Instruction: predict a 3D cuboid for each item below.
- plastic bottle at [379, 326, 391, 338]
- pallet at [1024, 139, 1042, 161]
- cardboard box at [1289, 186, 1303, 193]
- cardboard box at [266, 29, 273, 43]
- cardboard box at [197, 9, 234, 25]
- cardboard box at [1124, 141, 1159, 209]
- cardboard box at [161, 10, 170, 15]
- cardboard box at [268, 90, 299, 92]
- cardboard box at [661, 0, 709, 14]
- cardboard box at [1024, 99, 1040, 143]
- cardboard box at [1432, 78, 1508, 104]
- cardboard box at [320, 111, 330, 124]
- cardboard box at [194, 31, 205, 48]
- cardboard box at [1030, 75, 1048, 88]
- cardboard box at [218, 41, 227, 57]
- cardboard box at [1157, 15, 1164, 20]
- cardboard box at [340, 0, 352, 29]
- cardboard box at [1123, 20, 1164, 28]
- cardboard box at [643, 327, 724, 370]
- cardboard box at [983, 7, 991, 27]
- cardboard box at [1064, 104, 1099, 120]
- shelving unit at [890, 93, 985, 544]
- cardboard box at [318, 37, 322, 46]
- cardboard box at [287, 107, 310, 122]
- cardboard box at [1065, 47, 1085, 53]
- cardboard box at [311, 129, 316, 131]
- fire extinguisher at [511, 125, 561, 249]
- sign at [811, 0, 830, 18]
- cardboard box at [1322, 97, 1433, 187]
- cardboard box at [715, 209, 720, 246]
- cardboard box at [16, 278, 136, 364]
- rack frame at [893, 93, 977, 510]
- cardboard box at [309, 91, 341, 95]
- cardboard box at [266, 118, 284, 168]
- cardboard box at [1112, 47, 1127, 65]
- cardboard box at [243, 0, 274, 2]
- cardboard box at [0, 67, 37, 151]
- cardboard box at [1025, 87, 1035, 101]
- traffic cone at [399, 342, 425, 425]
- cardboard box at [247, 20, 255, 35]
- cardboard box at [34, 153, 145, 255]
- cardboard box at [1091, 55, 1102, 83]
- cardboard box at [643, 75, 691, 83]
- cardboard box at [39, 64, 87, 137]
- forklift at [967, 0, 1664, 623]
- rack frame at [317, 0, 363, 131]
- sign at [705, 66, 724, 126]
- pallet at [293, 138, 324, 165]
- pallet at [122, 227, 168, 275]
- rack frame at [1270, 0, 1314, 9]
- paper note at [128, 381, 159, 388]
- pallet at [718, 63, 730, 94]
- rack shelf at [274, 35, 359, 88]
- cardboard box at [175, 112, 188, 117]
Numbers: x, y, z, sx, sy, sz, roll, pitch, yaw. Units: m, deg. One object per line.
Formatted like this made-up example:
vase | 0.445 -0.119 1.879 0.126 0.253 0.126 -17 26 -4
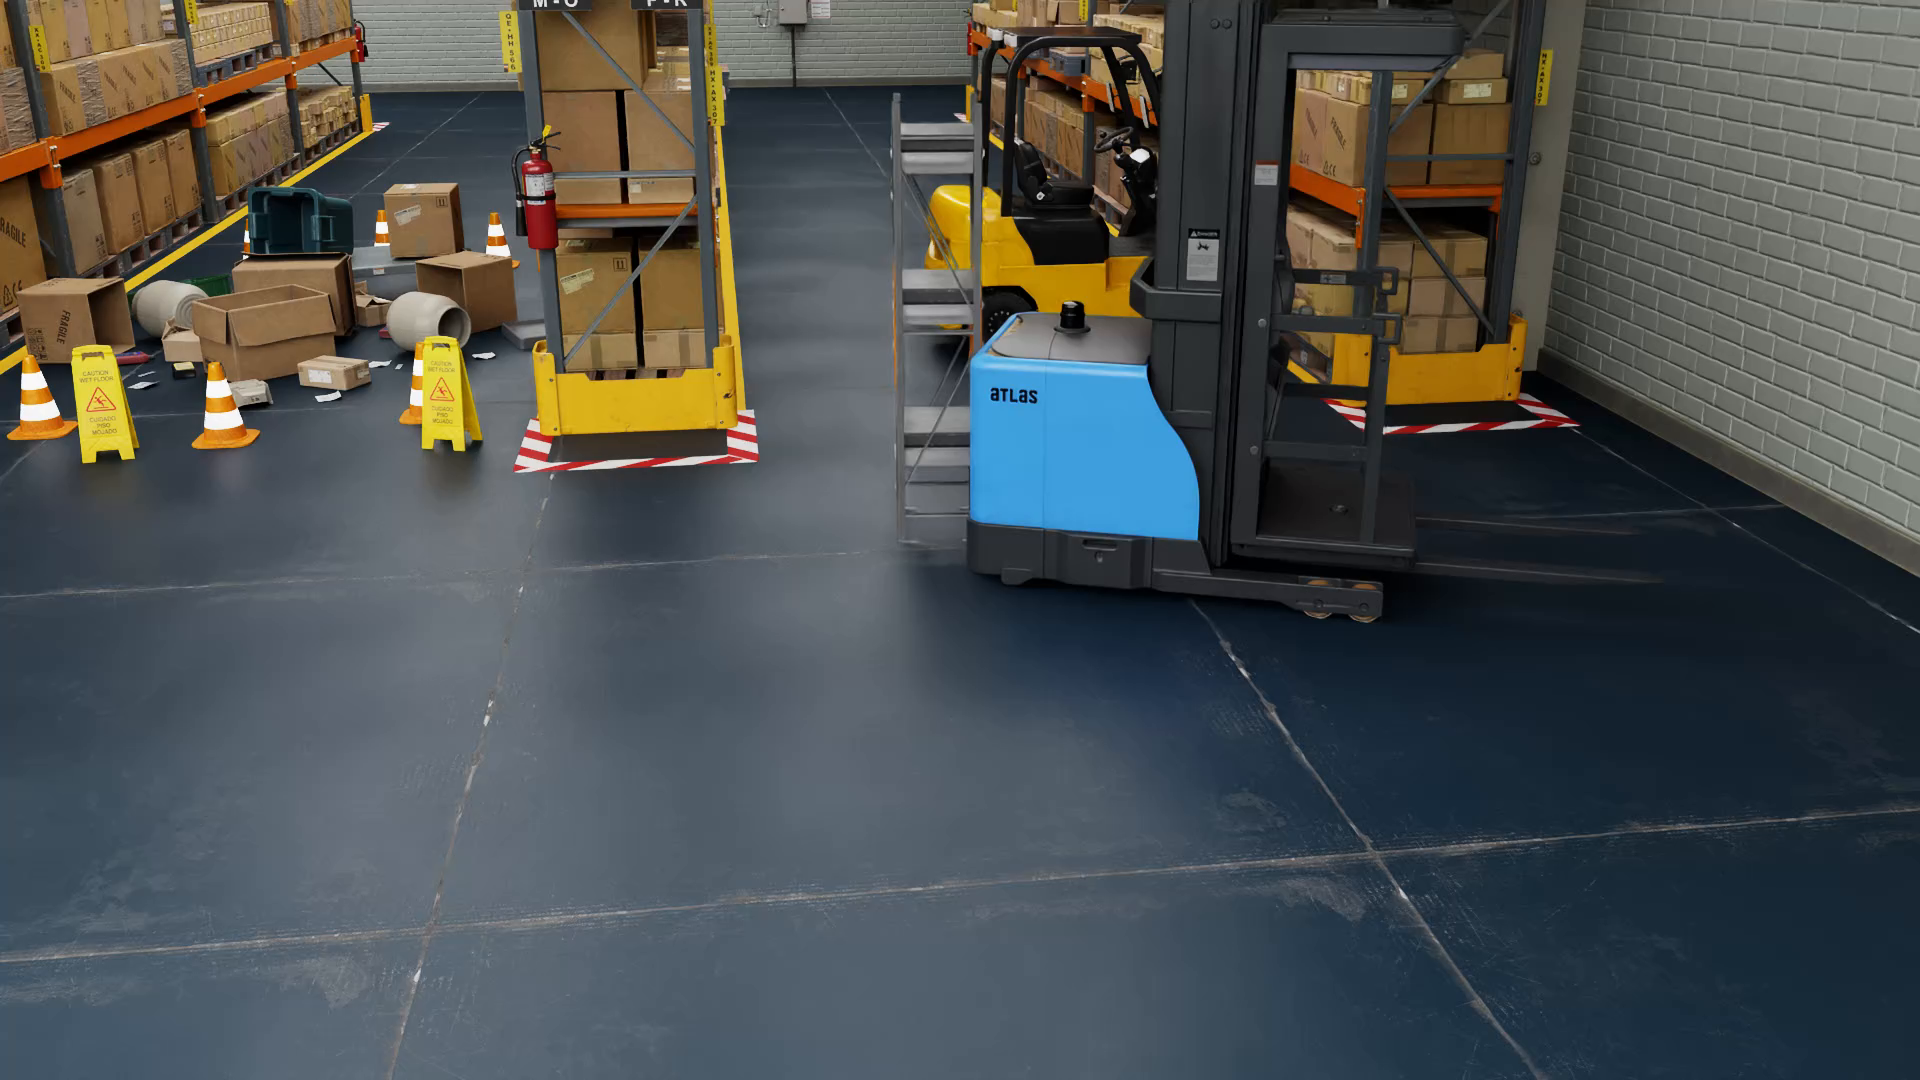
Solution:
plastic bottle | -4.177 -1.551 12.280 0.133 0.061 0.283 1 20 2
pallet | 1.405 -4.904 21.045 1.003 0.211 1.213 -3 21 -8
cardboard box | 2.310 -2.565 12.696 0.500 0.250 0.500 -2 21 -6
cardboard box | -8.291 -5.905 19.499 0.380 0.149 0.250 -3 21 -9
cardboard box | -8.066 -5.638 17.933 0.380 0.149 0.250 -3 21 -9
cardboard box | 2.103 -3.514 16.131 0.875 0.625 0.625 -4 21 -10
cardboard box | -8.713 -5.611 17.861 0.380 0.149 0.250 -2 21 -6
cardboard box | -9.313 -6.097 22.877 0.380 0.149 0.250 -3 21 -8
cardboard box | -2.225 -4.336 13.443 0.380 0.149 0.250 -3 21 -8
cardboard box | 1.098 -5.337 21.191 0.500 0.500 0.500 -2 21 -5
cardboard box | 3.188 -2.817 10.400 0.380 0.149 0.250 -3 21 -9
cardboard box | -8.502 -5.542 21.817 0.380 0.149 0.250 -3 21 -8
cardboard box | -7.880 -5.059 16.807 0.380 0.149 0.250 -2 21 -5
cardboard box | 1.099 -5.824 21.144 0.380 0.149 0.250 -3 21 -9
cardboard box | -7.992 -5.185 17.570 0.380 0.149 0.250 -2 21 -6
cardboard box | 2.223 -5.268 16.965 0.380 0.149 0.250 -2 21 -6
cardboard box | -8.802 -7.382 23.127 0.500 0.500 0.500 -2 21 -7
cardboard box | 1.800 -4.975 16.180 0.380 0.149 0.250 -3 21 -7
cardboard box | -1.773 -1.286 10.701 0.500 0.250 0.500 -3 21 -8
cardboard box | 0.622 -7.424 23.594 0.500 0.250 0.500 -3 21 -9
cardboard box | 1.411 -4.959 19.253 0.380 0.149 0.250 -3 21 -9
shelving unit | -0.109 -1.056 8.043 0.431 2.100 0.503 -1 20 -2
cardboard box | -8.641 -6.581 21.908 0.380 0.149 0.250 -3 21 -7
cardboard box | -8.370 -5.322 20.802 0.380 0.149 0.250 -2 21 -5
cardboard box | 1.353 -5.392 18.125 0.380 0.149 0.250 -3 21 -7
cardboard box | -8.405 -5.133 21.146 0.380 0.149 0.250 -3 21 -8
fire extinguisher | -2.370 -1.985 9.353 0.296 0.674 0.183 -3 21 -8
sign | -2.515 -9.682 29.988 0.329 0.494 0.001 -3 21 -8
cardboard box | 2.650 -2.539 10.585 0.500 0.500 0.500 -3 21 -9
cardboard box | -1.921 -2.000 11.542 0.500 0.500 0.500 -3 21 -7
cardboard box | -6.152 -1.528 11.590 0.500 0.500 0.500 1 20 2
rack frame | -0.117 -1.141 8.271 0.400 2.100 0.015 -1 20 -2
cardboard box | -8.677 -6.042 22.730 0.380 0.149 0.250 -4 21 -10
cardboard box | -8.115 -4.558 19.106 0.500 0.500 0.500 -3 21 -9
cardboard box | 1.778 -4.748 16.140 0.500 0.250 0.500 -3 21 -9
cardboard box | -8.368 -6.777 20.077 0.500 0.500 0.500 -2 21 -6
cardboard box | -7.326 -3.127 12.087 0.875 0.550 0.550 -3 21 -8
cardboard box | 1.039 -5.682 21.188 0.380 0.149 0.250 -2 21 -5
traffic cone | -3.269 -0.979 10.176 0.336 0.463 0.334 -3 21 -8
cardboard box | -8.176 -5.773 18.719 0.380 0.149 0.250 -4 21 -10
cardboard box | -7.705 -2.871 14.232 1.050 0.750 0.750 -3 21 -8
cardboard box | 1.649 -4.869 17.180 0.500 0.250 0.500 -3 21 -8
cardboard box | -1.803 -2.627 10.395 0.500 0.500 0.500 -2 21 -6
cardboard box | -7.201 -3.426 12.960 0.500 0.500 0.500 -3 21 -7
forklift | 1.604 -1.218 7.287 3.031 2.935 1.130 5 21 12
rack frame | -9.121 -7.339 23.578 1.000 3.000 0.127 -3 21 -8
sign | -1.394 -2.517 9.430 0.100 0.325 0.005 -3 21 -8
pallet | -8.676 -4.878 20.976 1.003 0.211 1.213 -3 21 -8
pallet | -7.756 -2.564 14.780 1.003 0.211 1.213 -3 21 -8
rack frame | 2.404 -3.720 13.890 1.000 3.000 0.127 -3 21 -8
paper note | -5.355 -1.021 10.910 0.144 0.017 0.142 4 21 11
pallet | -2.876 -4.522 16.311 1.213 0.211 1.003 -3 21 -8
rack shelf | -8.833 -6.309 21.850 1.077 0.370 4.000 -3 21 -8
cardboard box | -8.409 -4.344 17.460 0.500 0.250 0.500 -3 21 -7
